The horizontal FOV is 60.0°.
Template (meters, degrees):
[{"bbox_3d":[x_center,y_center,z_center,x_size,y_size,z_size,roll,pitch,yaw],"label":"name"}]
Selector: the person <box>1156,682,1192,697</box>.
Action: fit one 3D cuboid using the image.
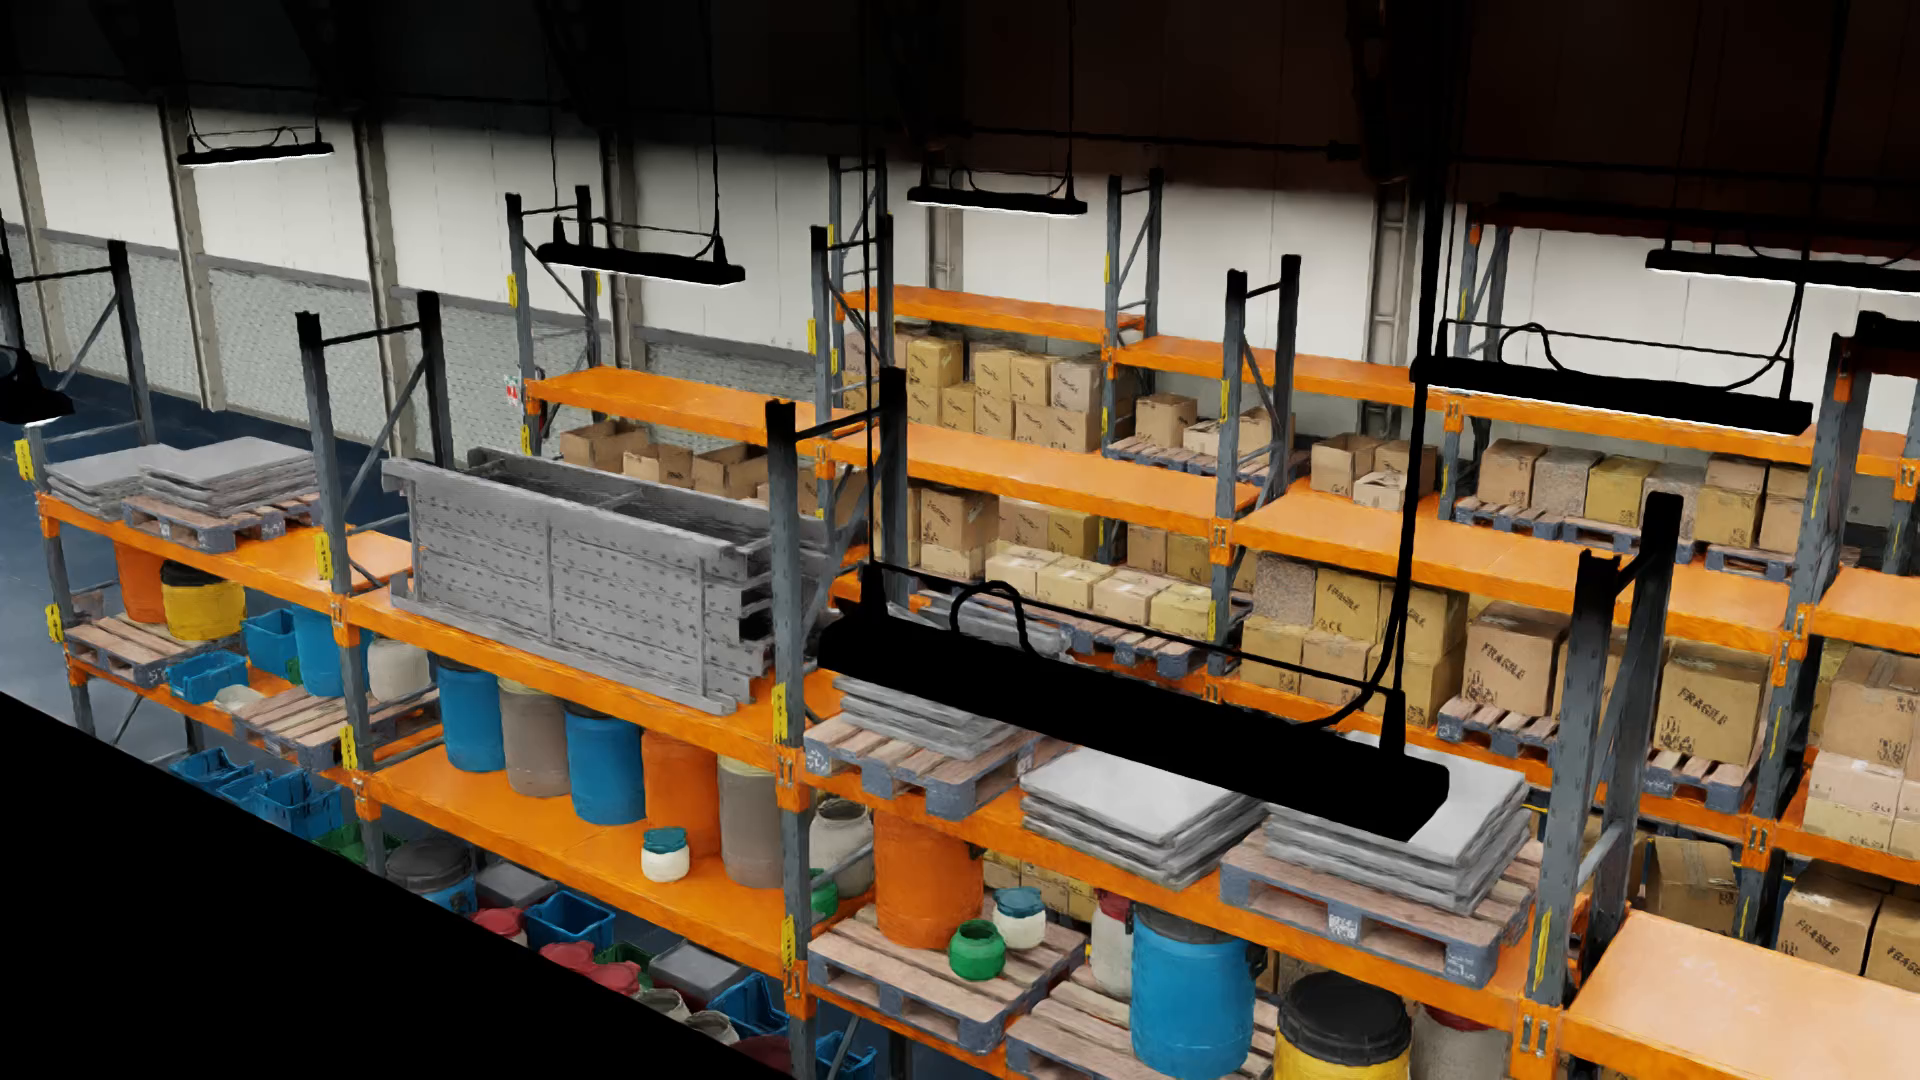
[{"bbox_3d":[2.045,2.052,16.254,1.193,1.700,0.588,12,22,32],"label":"person"}]
